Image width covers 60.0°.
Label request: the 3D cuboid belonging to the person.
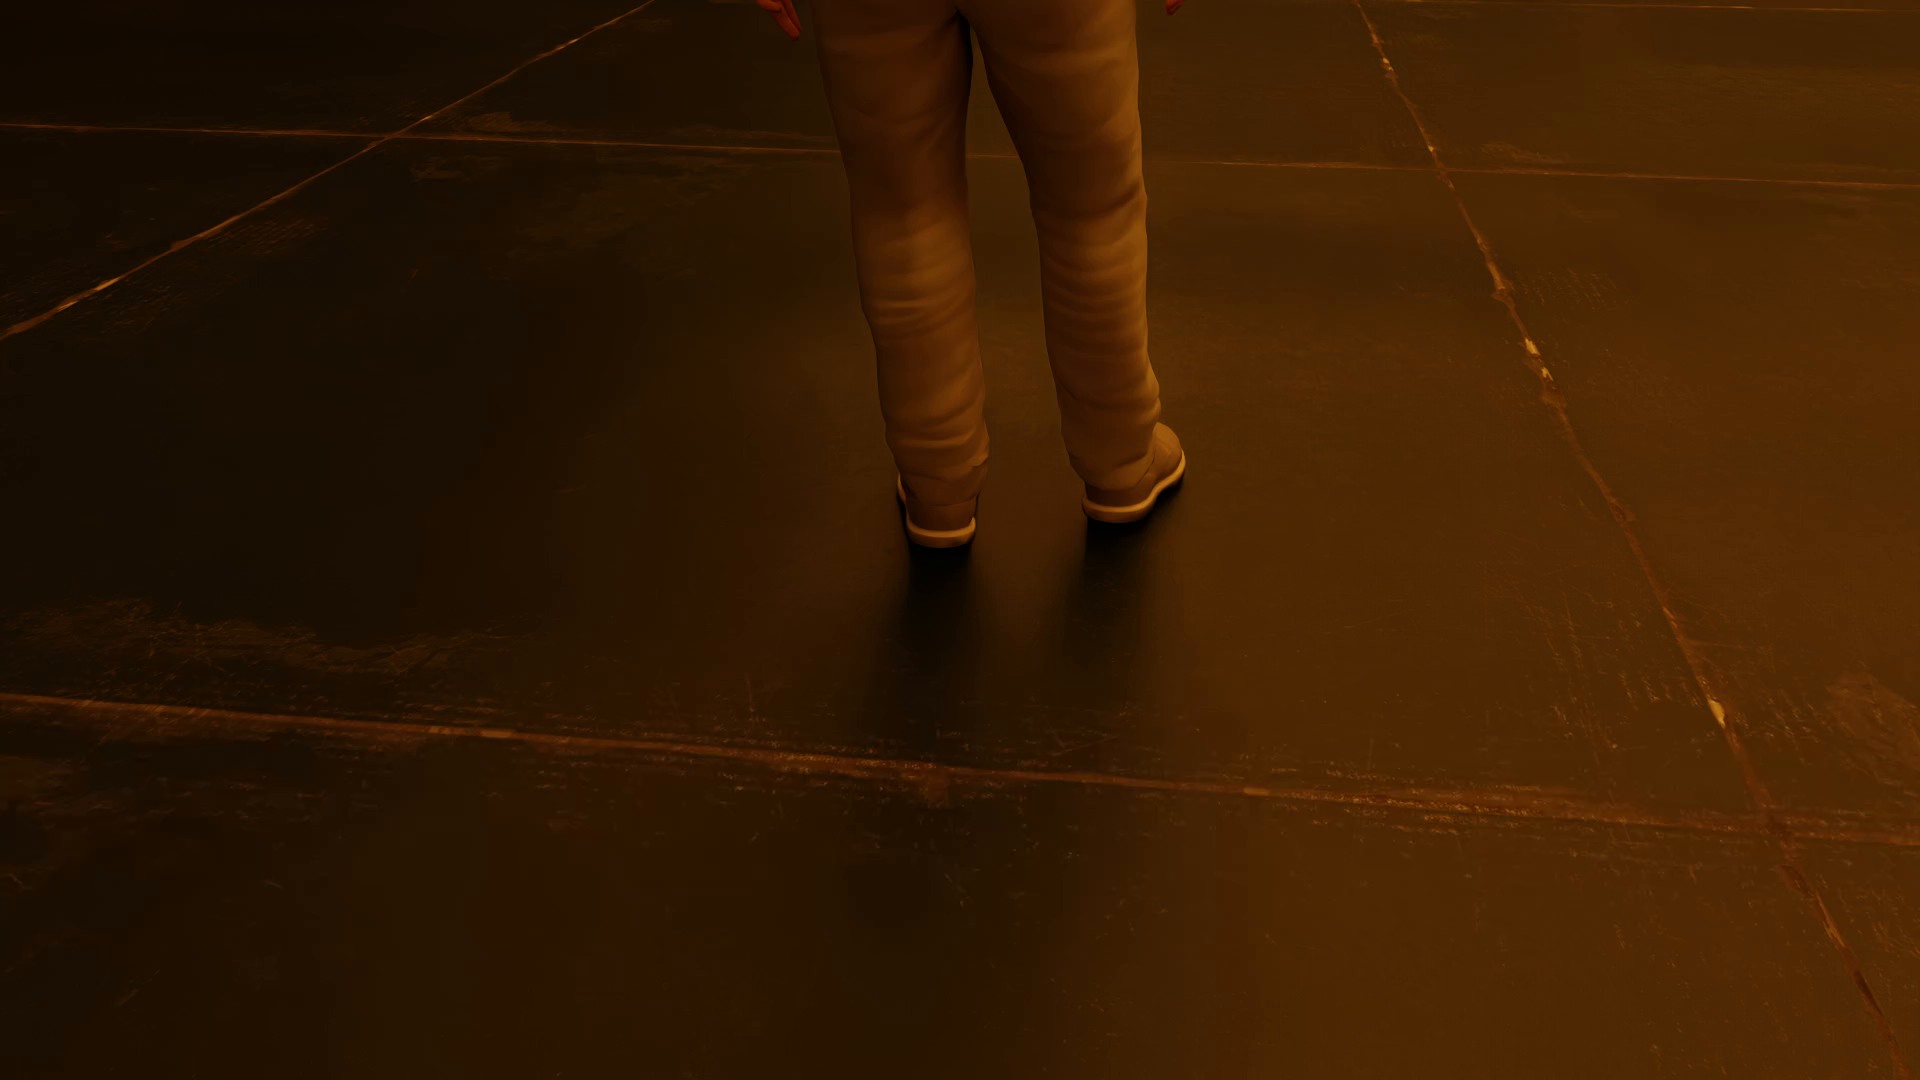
[{"bbox_3d":[0.022,-0.838,2.167,0.641,1.780,0.574,3,27,7],"label":"person"}]
